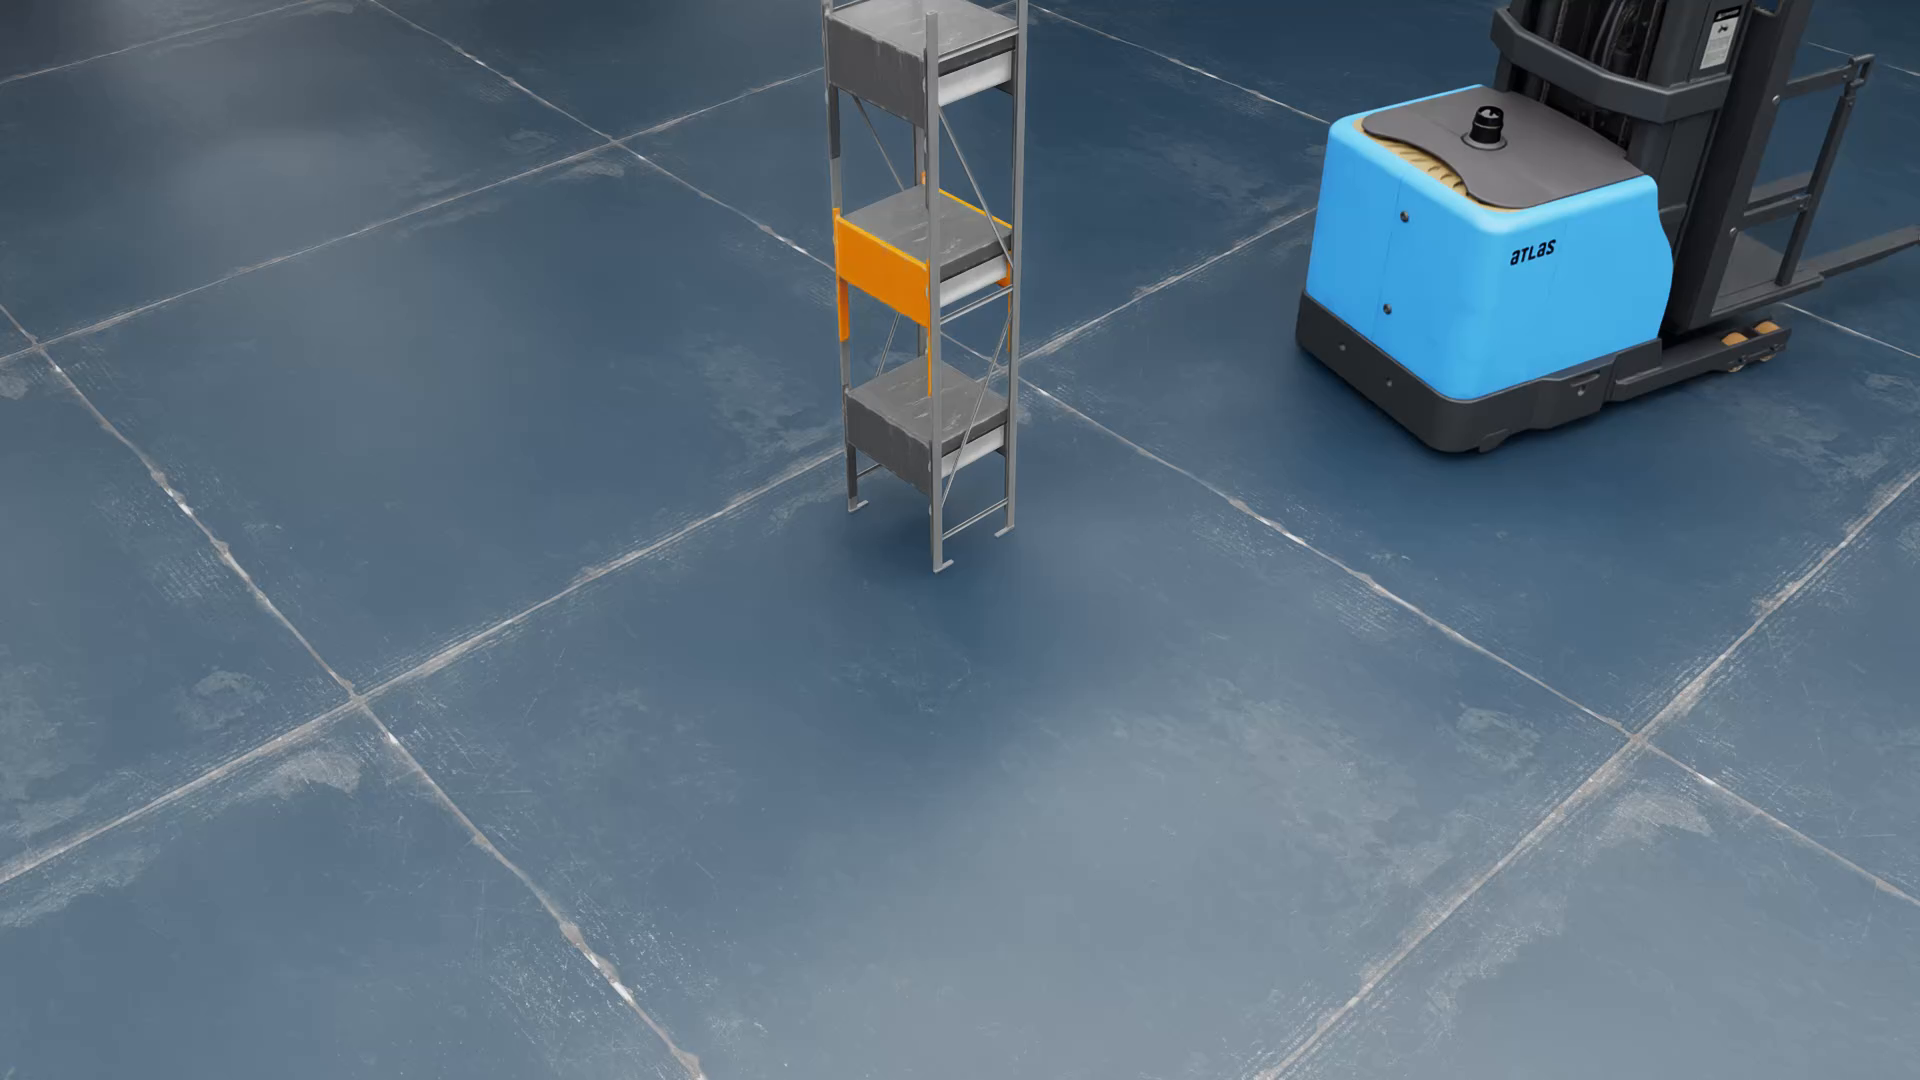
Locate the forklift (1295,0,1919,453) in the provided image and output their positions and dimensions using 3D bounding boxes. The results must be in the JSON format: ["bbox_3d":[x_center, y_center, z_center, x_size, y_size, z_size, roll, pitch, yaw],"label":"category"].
[{"bbox_3d":[3.004,-2.137,6.563,3.031,2.935,1.130,-18,42,-21],"label":"forklift"}]

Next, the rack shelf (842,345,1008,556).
[{"bbox_3d":[-0.112,-0.338,6.134,0.431,0.518,0.480,-30,48,-32],"label":"rack shelf"}]

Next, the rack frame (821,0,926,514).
[{"bbox_3d":[-0.277,-1.006,5.825,0.400,2.100,0.015,-30,48,-32],"label":"rack frame"}]

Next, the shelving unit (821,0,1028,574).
[{"bbox_3d":[-0.112,-0.893,5.685,0.431,2.100,0.503,-30,48,-32],"label":"shelving unit"}]

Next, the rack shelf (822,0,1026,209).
[{"bbox_3d":[-0.112,-1.427,5.254,0.431,0.518,0.480,-30,48,-32],"label":"rack shelf"}]

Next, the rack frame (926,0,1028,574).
[{"bbox_3d":[0.053,-0.781,5.545,0.400,2.100,0.015,-30,48,-32],"label":"rack frame"}]

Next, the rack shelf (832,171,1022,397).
[{"bbox_3d":[-0.112,-0.883,5.694,0.431,0.518,0.480,-30,48,-32],"label":"rack shelf"}]
